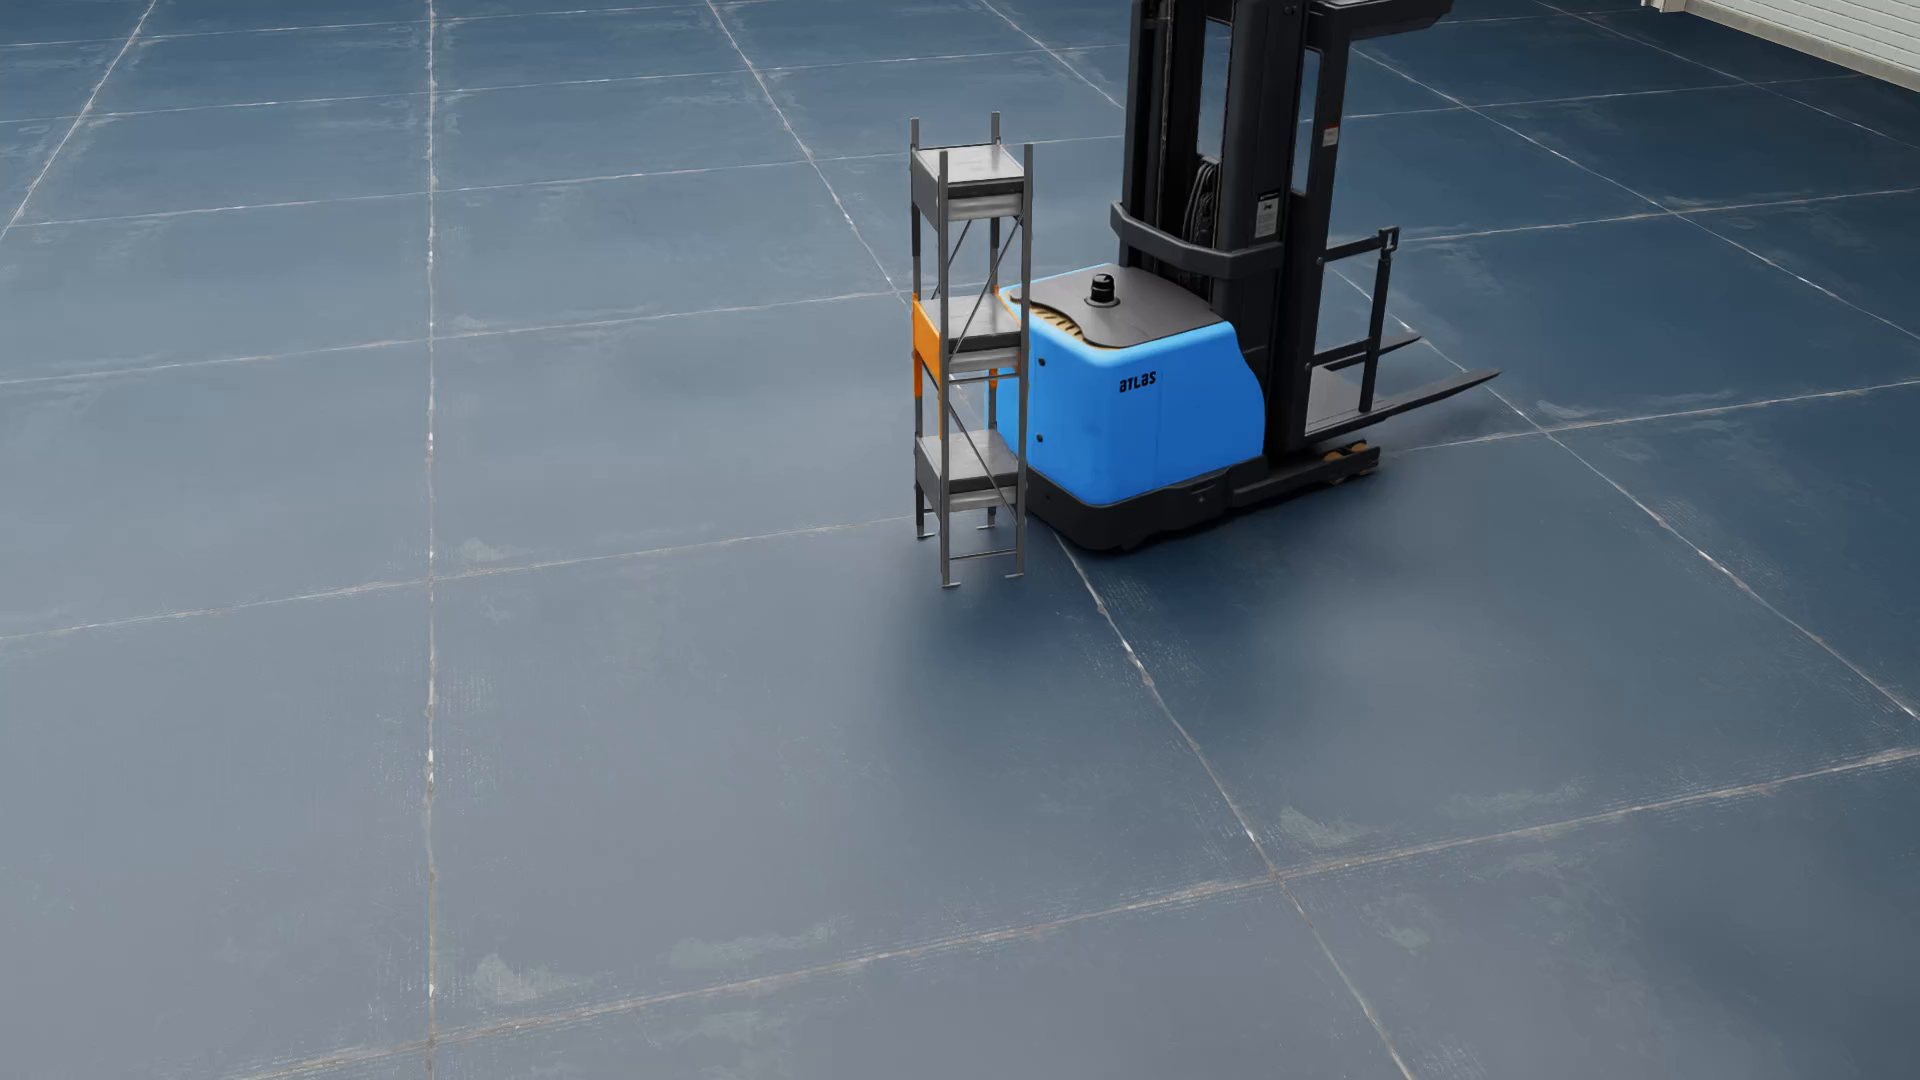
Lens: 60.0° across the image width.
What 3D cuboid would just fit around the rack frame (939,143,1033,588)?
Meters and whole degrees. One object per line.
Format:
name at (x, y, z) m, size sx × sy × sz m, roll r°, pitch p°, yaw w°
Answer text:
rack frame at (0.109, -0.711, 7.382) m, size 0.400 × 2.100 × 0.015 m, roll -8°, pitch 31°, yaw -13°

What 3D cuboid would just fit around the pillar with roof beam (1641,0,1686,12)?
pillar with roof beam at (3.655, -9.230, 15.213) m, size 9.100 × 9.000 × 0.400 m, roll -8°, pitch 31°, yaw -13°

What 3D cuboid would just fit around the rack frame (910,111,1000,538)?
rack frame at (-0.021, -0.947, 7.789) m, size 0.400 × 2.100 × 0.015 m, roll -8°, pitch 31°, yaw -13°

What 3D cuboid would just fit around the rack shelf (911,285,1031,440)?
rack shelf at (0.044, -0.817, 7.593) m, size 0.431 × 0.518 × 0.480 m, roll -8°, pitch 31°, yaw -13°

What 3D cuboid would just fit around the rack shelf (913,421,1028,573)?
rack shelf at (0.044, -0.211, 7.943) m, size 0.431 × 0.518 × 0.480 m, roll -8°, pitch 31°, yaw -13°

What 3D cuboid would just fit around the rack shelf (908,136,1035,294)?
rack shelf at (0.044, -1.423, 7.242) m, size 0.431 × 0.518 × 0.480 m, roll -8°, pitch 31°, yaw -13°

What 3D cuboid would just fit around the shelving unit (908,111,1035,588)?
shelving unit at (0.044, -0.829, 7.586) m, size 0.431 × 2.100 × 0.503 m, roll -8°, pitch 31°, yaw -13°

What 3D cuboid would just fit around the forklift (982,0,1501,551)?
forklift at (1.626, -1.766, 8.375) m, size 3.031 × 2.935 × 1.130 m, roll -18°, pitch 35°, yaw -28°
